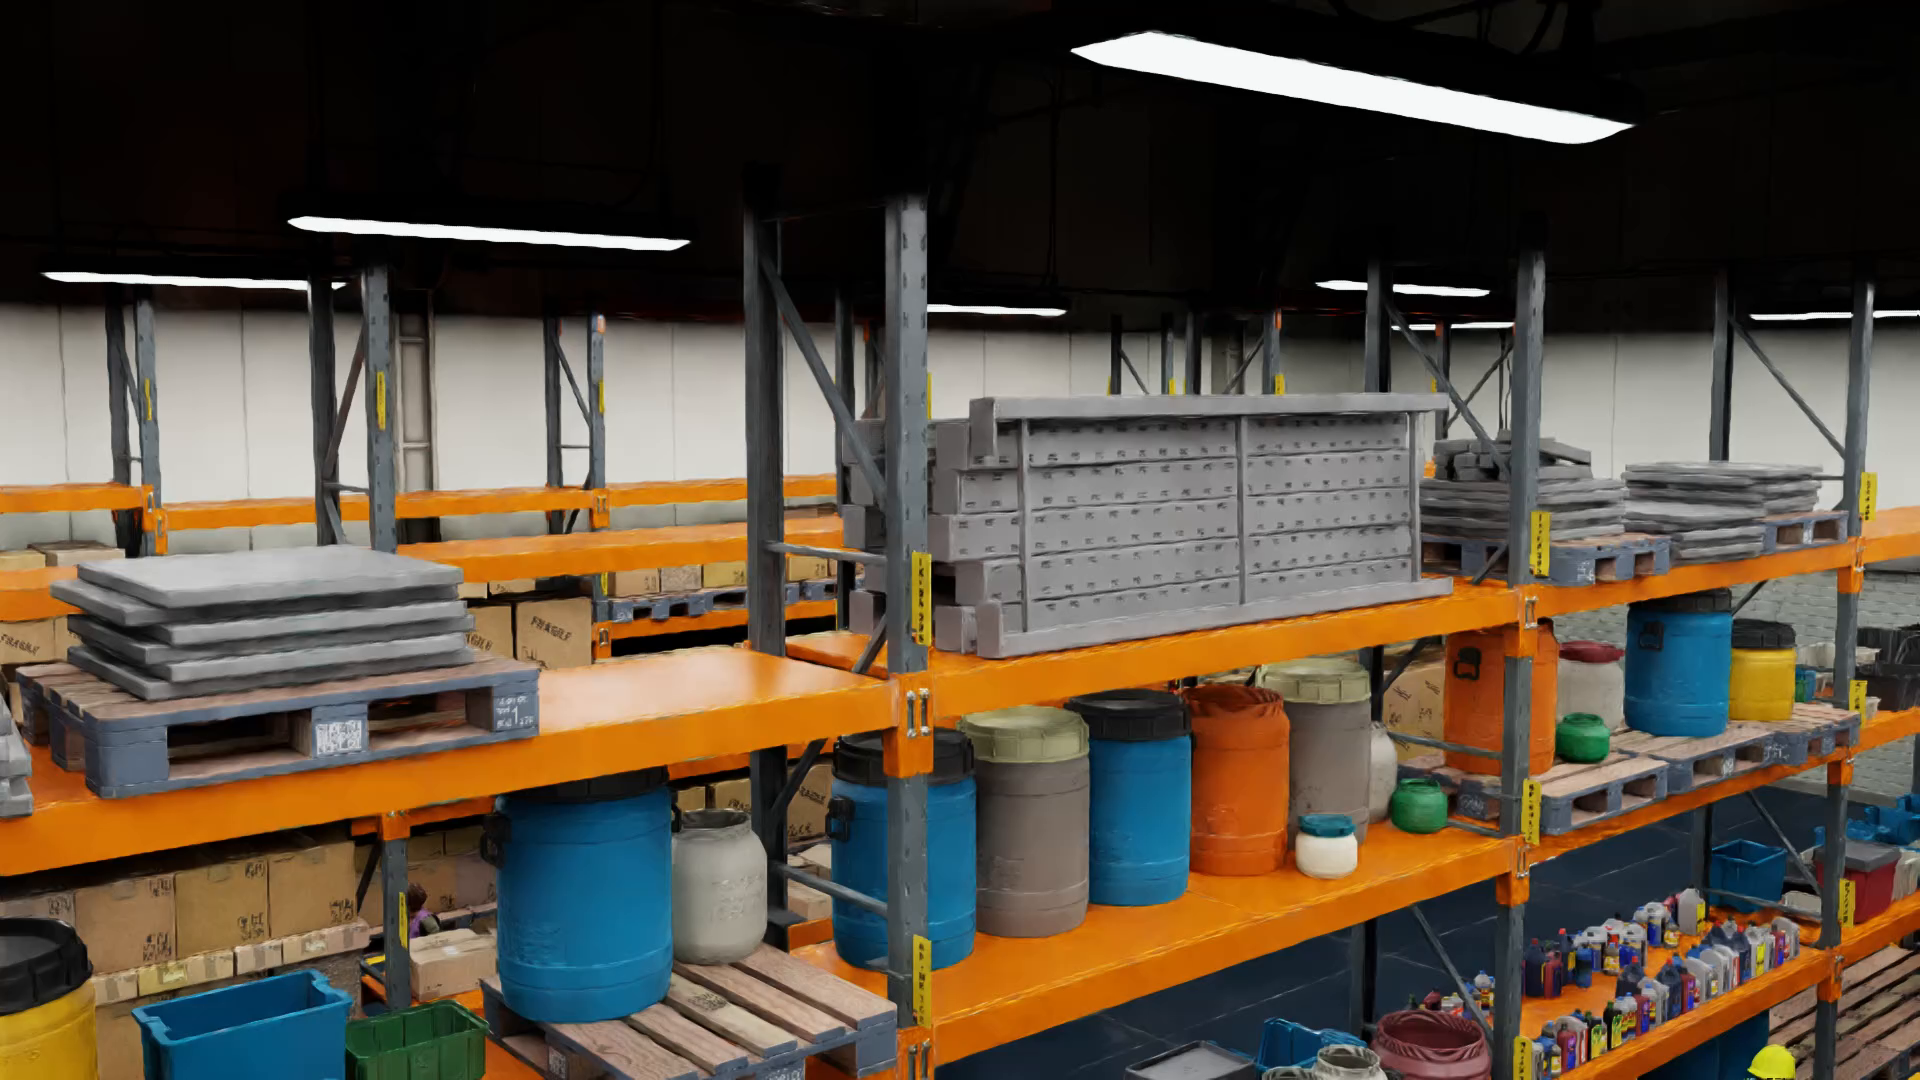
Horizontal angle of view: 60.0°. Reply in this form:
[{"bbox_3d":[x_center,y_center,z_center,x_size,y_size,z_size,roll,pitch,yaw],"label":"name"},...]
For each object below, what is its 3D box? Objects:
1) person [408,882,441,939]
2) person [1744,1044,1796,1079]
[{"bbox_3d":[-3.886,3.232,12.218,0.519,1.541,0.566,-5,7,-42],"label":"person"},{"bbox_3d":[4.313,3.476,8.803,0.578,1.714,0.719,-5,7,-42],"label":"person"}]
